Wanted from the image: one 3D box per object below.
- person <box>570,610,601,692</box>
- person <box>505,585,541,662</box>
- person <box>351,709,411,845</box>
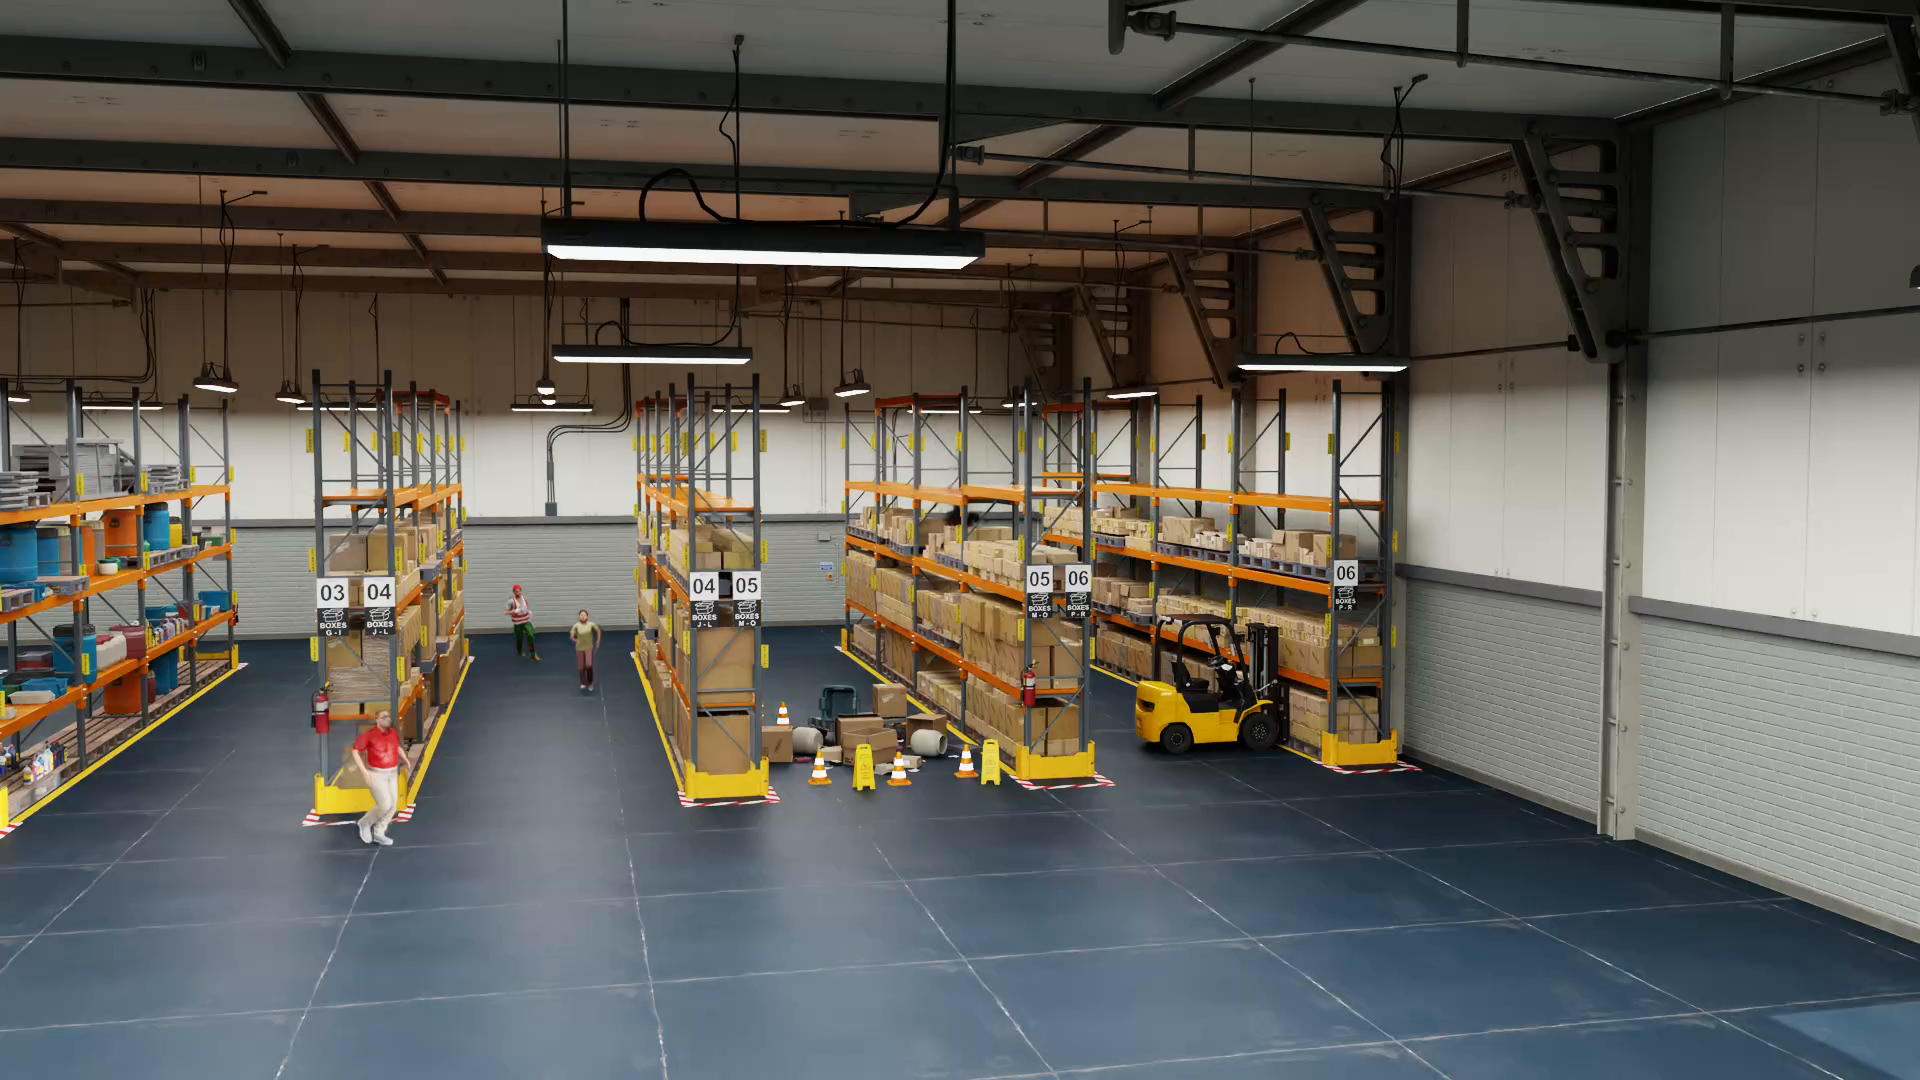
[{"bbox_3d":[-7.567,2.241,33.568,0.605,1.678,0.647,-1,3,-10],"label":"person"},{"bbox_3d":[-10.101,1.898,38.133,0.716,1.758,0.912,-2,4,-35],"label":"person"},{"bbox_3d":[-7.197,2.959,20.774,0.593,1.695,0.659,2,4,26],"label":"person"}]
